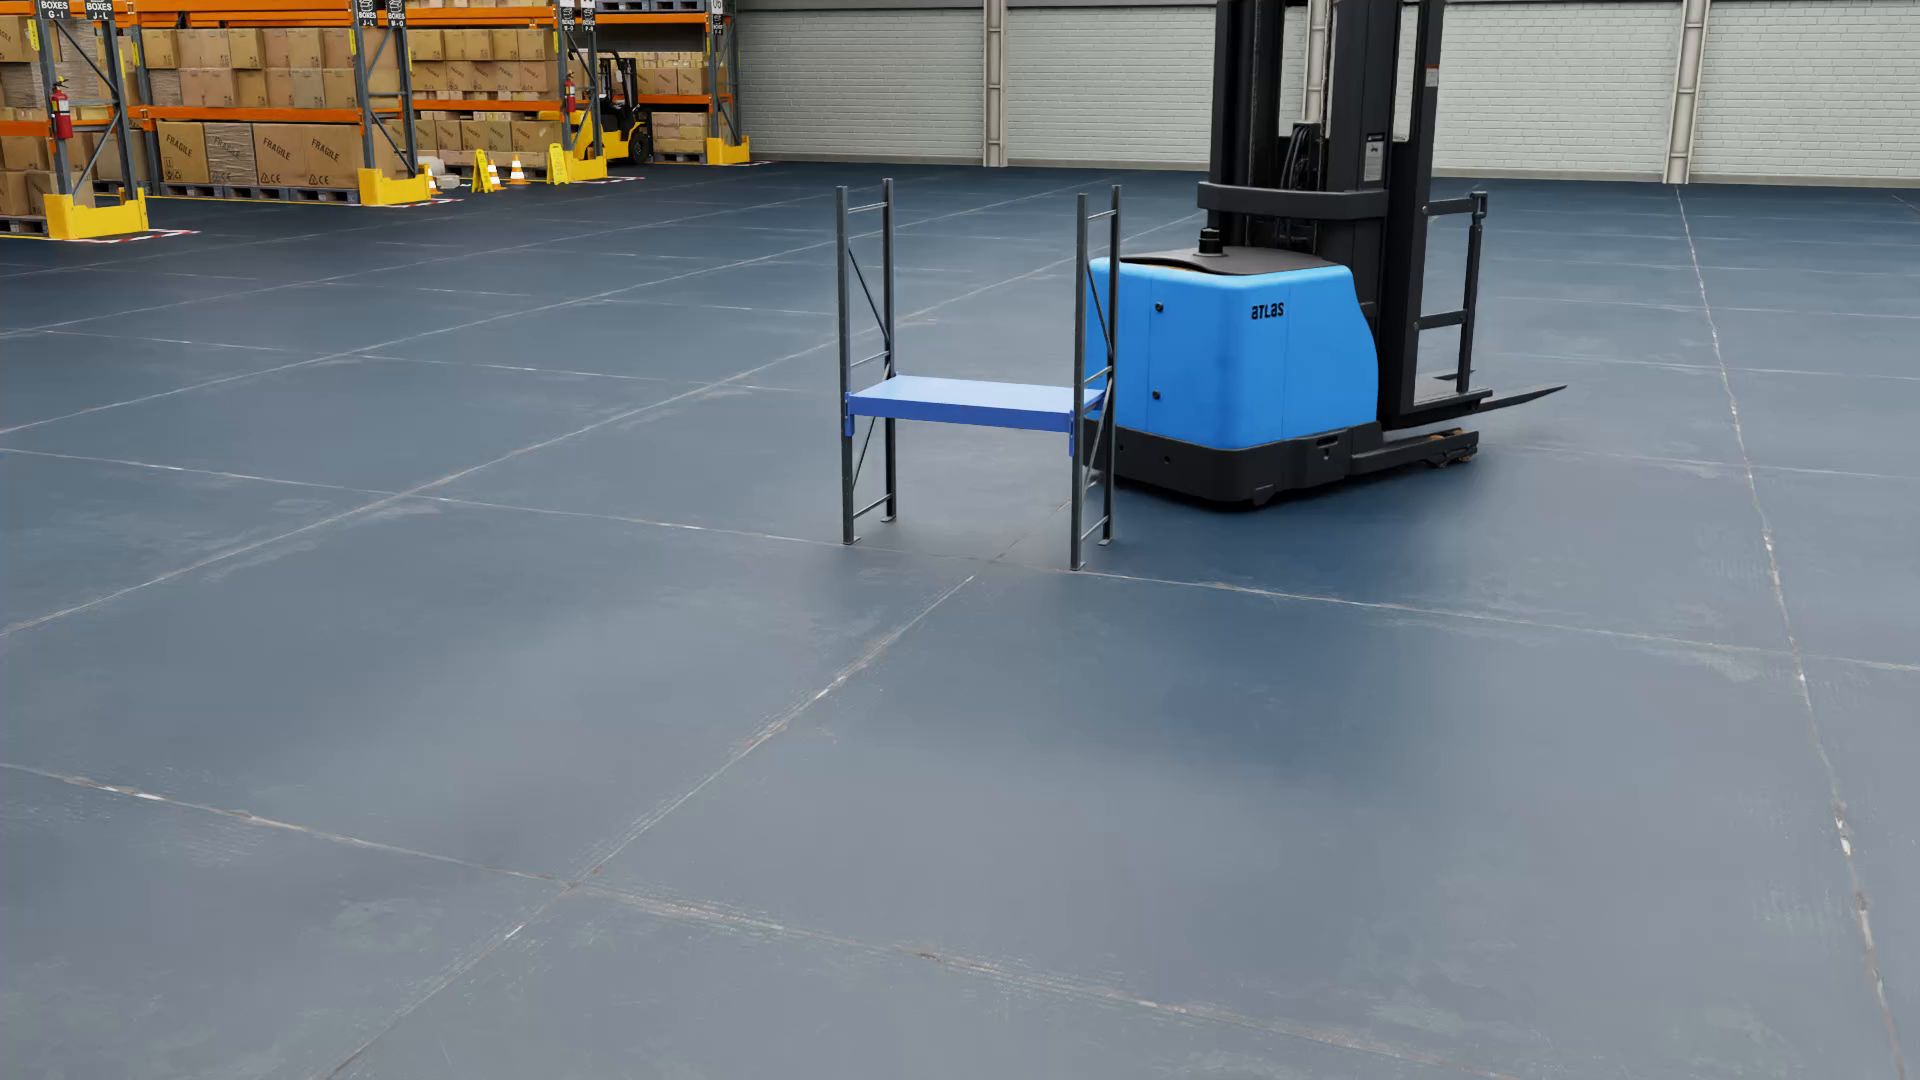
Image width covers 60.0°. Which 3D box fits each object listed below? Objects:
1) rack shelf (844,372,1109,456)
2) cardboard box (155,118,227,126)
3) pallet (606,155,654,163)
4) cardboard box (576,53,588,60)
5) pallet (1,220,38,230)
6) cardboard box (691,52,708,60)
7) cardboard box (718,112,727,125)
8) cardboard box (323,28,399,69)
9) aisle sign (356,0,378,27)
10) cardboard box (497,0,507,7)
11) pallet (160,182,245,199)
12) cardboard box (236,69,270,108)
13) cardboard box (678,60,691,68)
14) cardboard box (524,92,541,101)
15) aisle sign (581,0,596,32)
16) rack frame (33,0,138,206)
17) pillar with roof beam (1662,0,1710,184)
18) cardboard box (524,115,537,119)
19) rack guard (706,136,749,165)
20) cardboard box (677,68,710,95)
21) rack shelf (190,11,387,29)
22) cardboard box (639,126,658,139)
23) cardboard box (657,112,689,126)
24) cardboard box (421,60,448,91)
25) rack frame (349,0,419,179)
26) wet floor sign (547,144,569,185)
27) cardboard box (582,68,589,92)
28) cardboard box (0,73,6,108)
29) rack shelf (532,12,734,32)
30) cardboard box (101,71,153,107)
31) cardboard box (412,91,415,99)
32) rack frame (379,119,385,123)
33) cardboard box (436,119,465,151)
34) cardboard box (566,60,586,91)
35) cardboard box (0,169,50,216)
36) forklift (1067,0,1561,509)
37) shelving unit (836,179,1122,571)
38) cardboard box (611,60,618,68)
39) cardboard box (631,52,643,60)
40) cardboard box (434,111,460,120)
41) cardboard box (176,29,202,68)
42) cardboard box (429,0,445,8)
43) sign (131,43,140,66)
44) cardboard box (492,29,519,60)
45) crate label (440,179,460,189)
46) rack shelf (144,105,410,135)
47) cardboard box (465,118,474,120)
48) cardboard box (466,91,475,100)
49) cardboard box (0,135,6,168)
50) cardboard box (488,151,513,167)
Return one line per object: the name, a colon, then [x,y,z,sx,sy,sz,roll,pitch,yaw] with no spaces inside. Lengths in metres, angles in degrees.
rack shelf: [0.079,-0.539,6.985,1.000,0.185,0.538,6,17,21]
cardboard box: [-14.458,-7.691,31.343,0.875,0.875,0.875,6,17,20]
pallet: [-6.444,-7.740,33.456,1.213,0.211,1.003,6,17,21]
cardboard box: [-7.401,-9.609,33.015,0.250,0.149,0.380,7,17,22]
pallet: [-11.985,-3.915,20.280,1.213,0.211,1.003,6,17,21]
cardboard box: [-4.997,-9.371,32.196,0.250,0.149,0.380,6,17,21]
cardboard box: [-4.964,-8.346,32.928,0.500,0.250,0.500,6,17,20]
cardboard box: [-8.457,-6.943,23.504,0.550,0.550,0.875,6,17,21]
aisle sign: [-8.170,-7.468,22.855,0.004,0.787,0.394,6,17,21]
cardboard box: [-7.528,-8.979,27.792,0.250,0.149,0.380,6,17,21]
pallet: [-11.169,-5.277,24.971,1.213,0.211,1.003,6,17,21]
cardboard box: [-9.991,-6.587,24.214,0.500,0.550,0.875,6,17,21]
cardboard box: [-5.260,-9.227,32.235,0.250,0.149,0.380,7,17,22]
cardboard box: [-7.107,-7.458,27.934,0.250,0.149,0.380,6,17,20]
aisle sign: [-6.233,-8.921,27.861,0.004,0.787,0.394,6,17,21]
rack frame: [-10.040,-5.029,19.115,0.127,3.000,1.000,6,17,21]
pillar with roof beam: [10.262,-9.115,22.430,0.400,9.000,9.100,6,17,21]
cardboard box: [-8.797,-8.407,34.260,0.625,0.625,0.875,7,18,23]
rack guard: [-4.564,-7.684,32.744,0.348,0.500,1.175,6,17,21]
cardboard box: [-5.140,-8.917,32.329,0.500,0.500,0.500,6,17,19]
rack shelf: [-11.986,-9.308,29.765,4.000,0.370,1.077,6,17,21]
cardboard box: [-6.104,-8.078,32.901,0.500,0.250,0.500,6,17,19]
cardboard box: [-5.606,-8.265,32.648,0.500,0.250,0.500,7,17,22]
cardboard box: [-8.880,-7.982,28.574,0.500,0.500,0.500,6,17,20]
rack frame: [-8.126,-6.305,23.511,0.127,3.000,1.000,6,17,21]
wet floor sign: [-6.620,-6.171,27.274,0.232,0.644,0.267,14,21,40]
cardboard box: [-7.500,-9.182,33.241,0.500,0.500,0.500,7,17,22]
cardboard box: [-11.051,-5.303,19.347,0.500,0.500,0.875,6,17,21]
rack shelf: [-6.447,-10.186,32.791,4.000,0.370,1.077,6,17,21]
cardboard box: [-12.431,-6.746,24.851,0.500,0.500,0.500,6,17,20]
cardboard box: [-9.437,-7.740,28.906,0.250,0.149,0.380,6,17,20]
rack frame: [-12.028,-9.705,35.223,0.127,3.000,1.000,6,17,21]
cardboard box: [-8.691,-7.014,28.787,0.500,0.500,0.500,7,18,24]
cardboard box: [-6.743,-7.910,28.328,0.500,0.500,0.500,6,17,20]
cardboard box: [-11.184,-4.150,19.820,0.500,0.500,0.500,12,20,35]
forklift: [1.993,-1.865,8.340,3.031,2.935,1.130,-13,20,-37]
shelving unit: [0.079,-0.712,6.934,1.048,1.500,0.538,6,17,21]
cardboard box: [-6.676,-9.391,32.799,0.250,0.149,0.380,6,17,19]
cardboard box: [-6.221,-9.475,32.556,0.250,0.149,0.380,7,17,22]
cardboard box: [-8.851,-7.323,28.689,0.250,0.149,0.380,7,18,24]
cardboard box: [-10.962,-7.232,24.498,0.550,0.550,0.875,6,17,21]
cardboard box: [-8.758,-9.078,28.133,0.250,0.149,0.380,6,17,20]
sign: [-12.037,-7.090,24.281,0.005,0.325,0.100,6,17,21]
cardboard box: [-7.427,-8.319,27.944,0.500,0.500,0.700,6,17,21]
crate label: [-8.122,-5.675,26.477,0.298,0.136,0.250,-2,16,-8]
rack shelf: [-9.987,-6.164,24.316,4.000,0.370,1.077,6,17,21]
cardboard box: [-8.527,-7.155,29.273,0.500,0.500,0.500,7,18,24]
cardboard box: [-8.245,-7.622,28.500,0.250,0.149,0.380,6,17,21]
cardboard box: [-15.035,-6.159,26.290,0.750,0.750,1.050,6,17,20]
cardboard box: [-7.734,-6.548,28.527,0.500,0.250,0.500,6,17,21]
